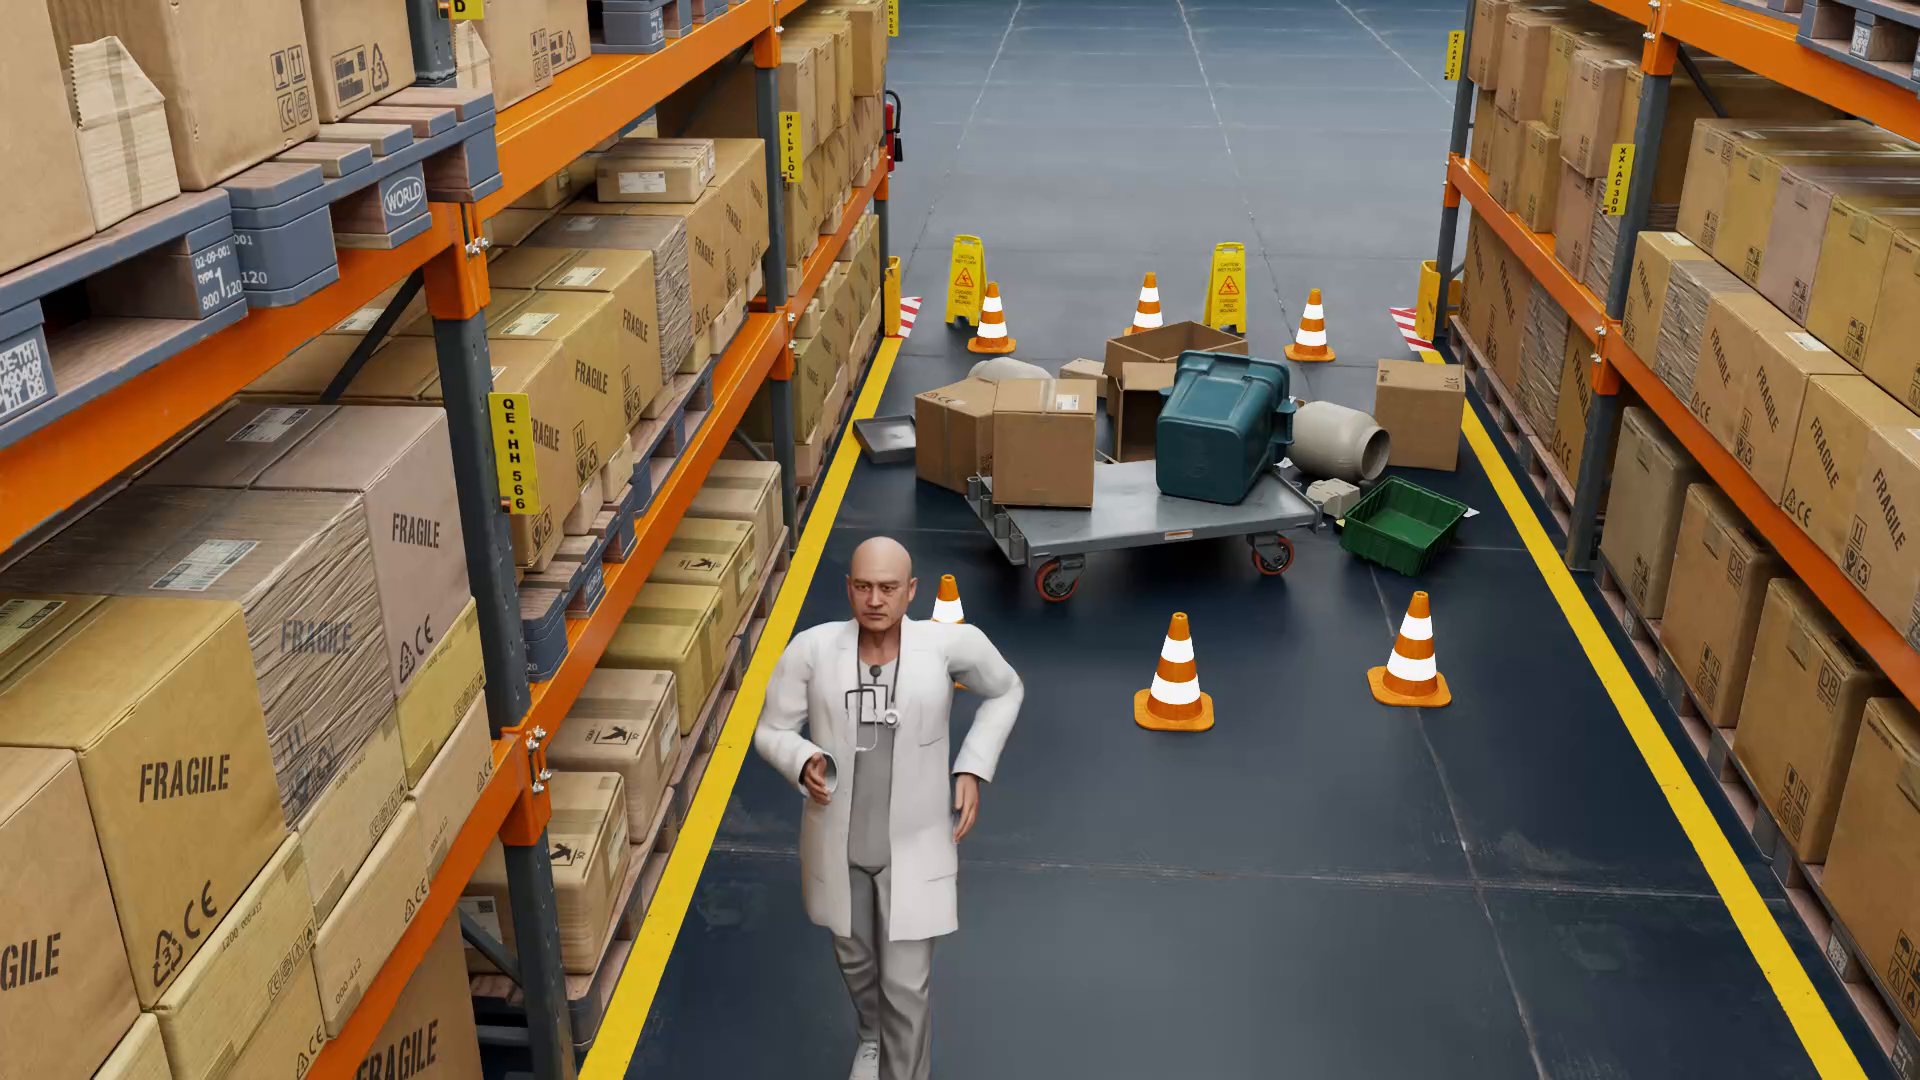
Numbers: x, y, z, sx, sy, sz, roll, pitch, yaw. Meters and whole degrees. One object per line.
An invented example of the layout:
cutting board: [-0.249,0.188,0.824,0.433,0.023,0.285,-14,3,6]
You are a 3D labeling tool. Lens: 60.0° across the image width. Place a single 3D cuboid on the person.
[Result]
person: [-0.225,0.883,4.640,0.719,1.788,0.775,4,24,9]
